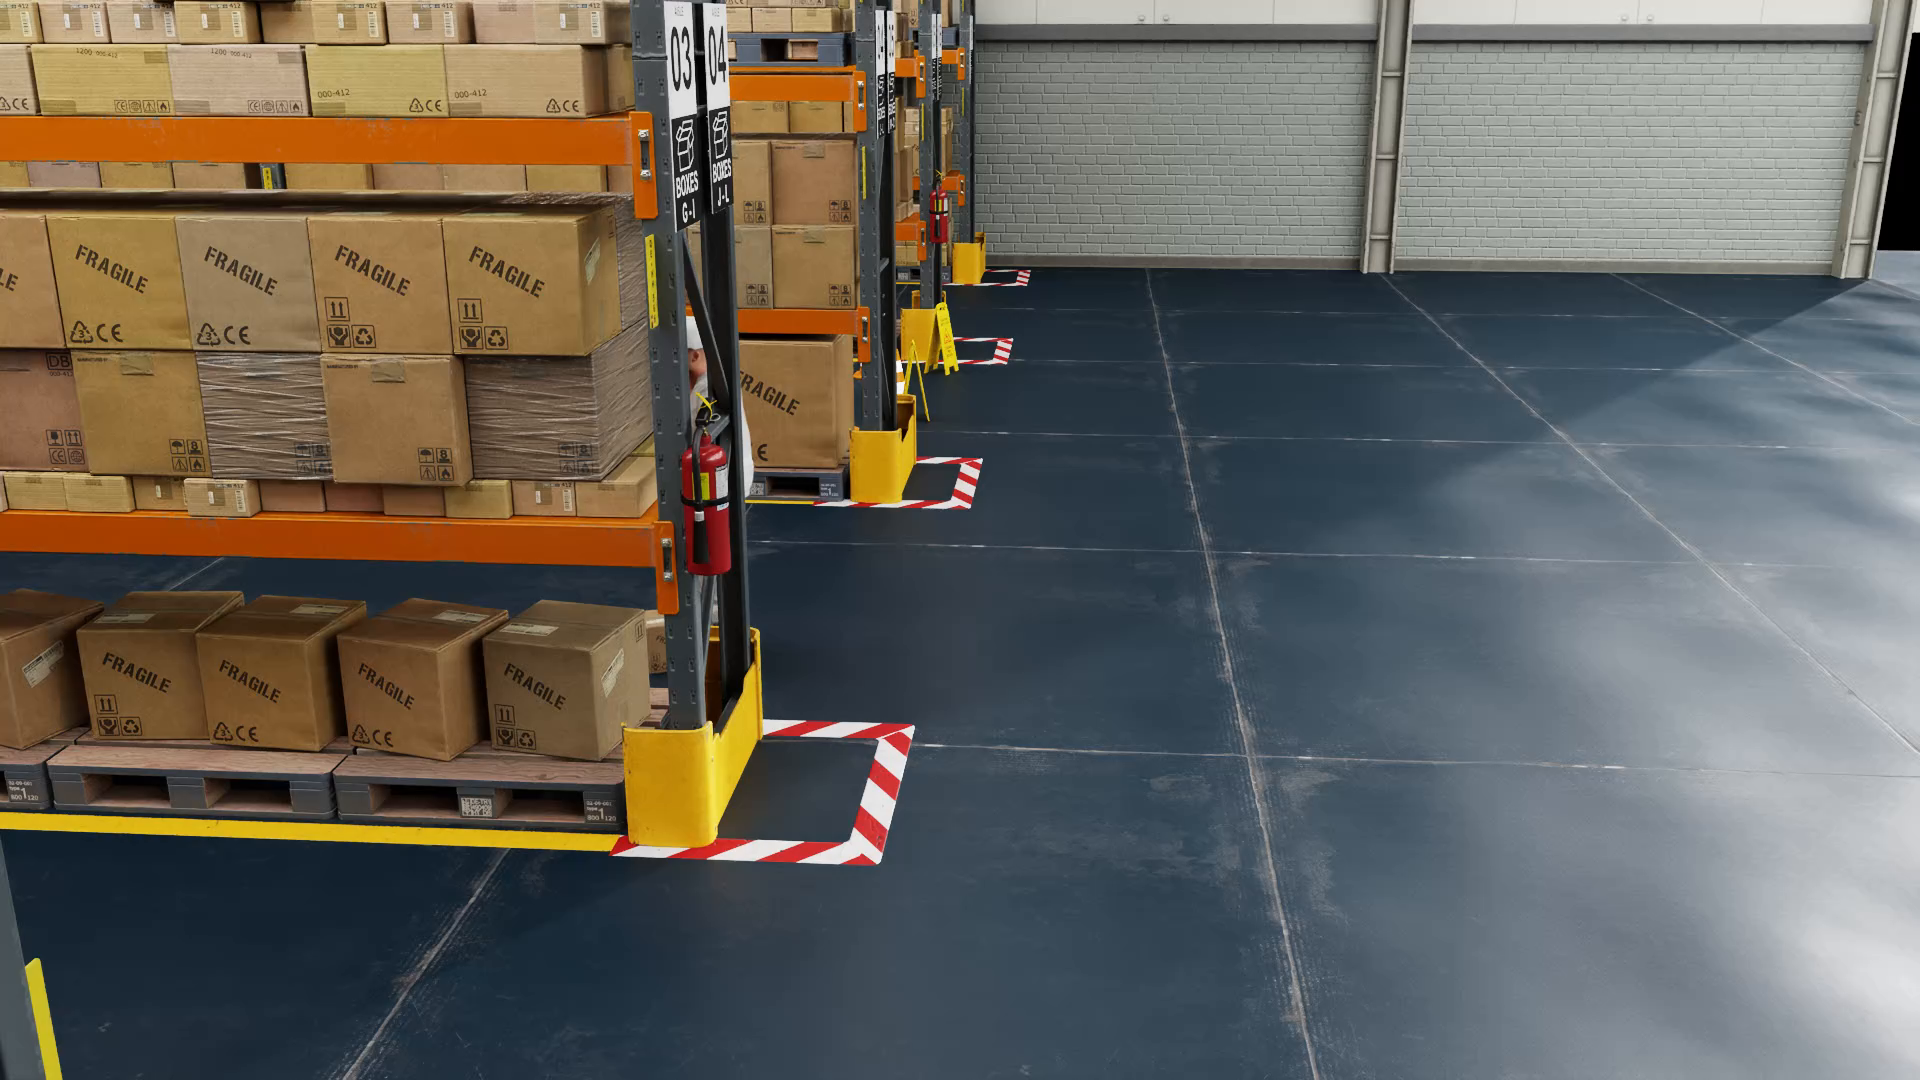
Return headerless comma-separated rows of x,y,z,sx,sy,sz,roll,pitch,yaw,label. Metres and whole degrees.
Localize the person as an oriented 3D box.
-1.266,-0.237,8.285,0.453,1.778,0.616,-6,18,-18,person
